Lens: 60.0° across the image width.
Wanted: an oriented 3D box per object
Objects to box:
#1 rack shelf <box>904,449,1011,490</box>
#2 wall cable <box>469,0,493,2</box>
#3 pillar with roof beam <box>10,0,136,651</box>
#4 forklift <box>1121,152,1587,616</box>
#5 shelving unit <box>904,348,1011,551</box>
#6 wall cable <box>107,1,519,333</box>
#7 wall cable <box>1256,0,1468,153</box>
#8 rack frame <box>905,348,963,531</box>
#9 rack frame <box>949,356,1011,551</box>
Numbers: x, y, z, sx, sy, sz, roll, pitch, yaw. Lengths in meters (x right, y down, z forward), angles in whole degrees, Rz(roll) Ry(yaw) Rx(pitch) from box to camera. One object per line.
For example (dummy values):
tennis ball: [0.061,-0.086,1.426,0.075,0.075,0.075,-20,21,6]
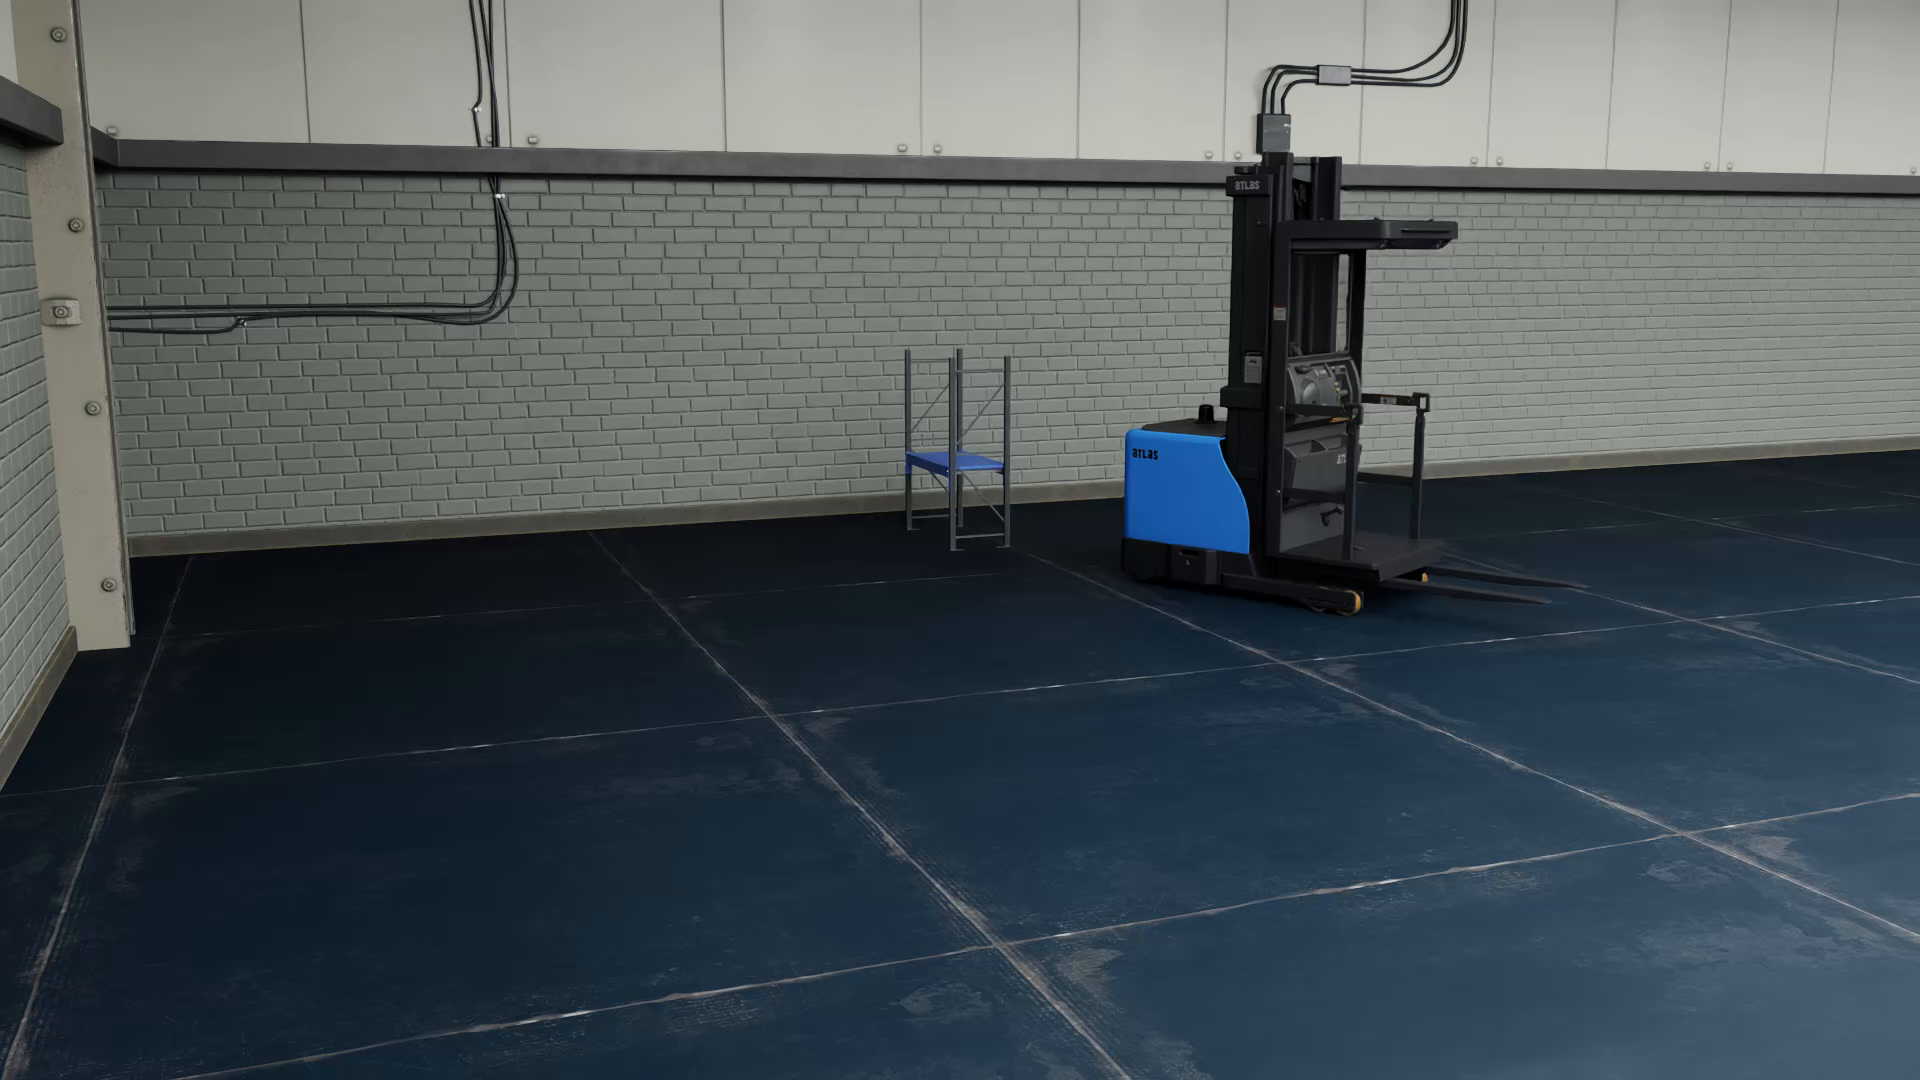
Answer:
rack shelf: [-0.031,-0.575,13.399,0.538,0.185,1.000,-4,11,-21]
wall cable: [-2.452,-5.513,13.163,3.097,2.526,0.112,-4,11,-21]
pillar with roof beam: [-1.126,-4.092,10.729,9.100,9.000,0.400,-4,11,-21]
forklift: [2.598,-1.060,11.008,3.031,2.935,1.130,8,13,39]
shelving unit: [-0.031,-0.752,13.367,0.538,1.500,1.048,-4,11,-21]
wall cable: [-4.973,-2.855,12.641,3.097,2.526,0.112,-4,11,-21]
wall cable: [3.880,-6.658,15.443,2.305,6.003,0.169,-4,11,-21]
rack frame: [-0.215,-0.835,13.834,0.500,1.500,0.032,-4,11,-21]
rack frame: [0.153,-0.669,12.901,0.500,1.500,0.032,-4,11,-21]
